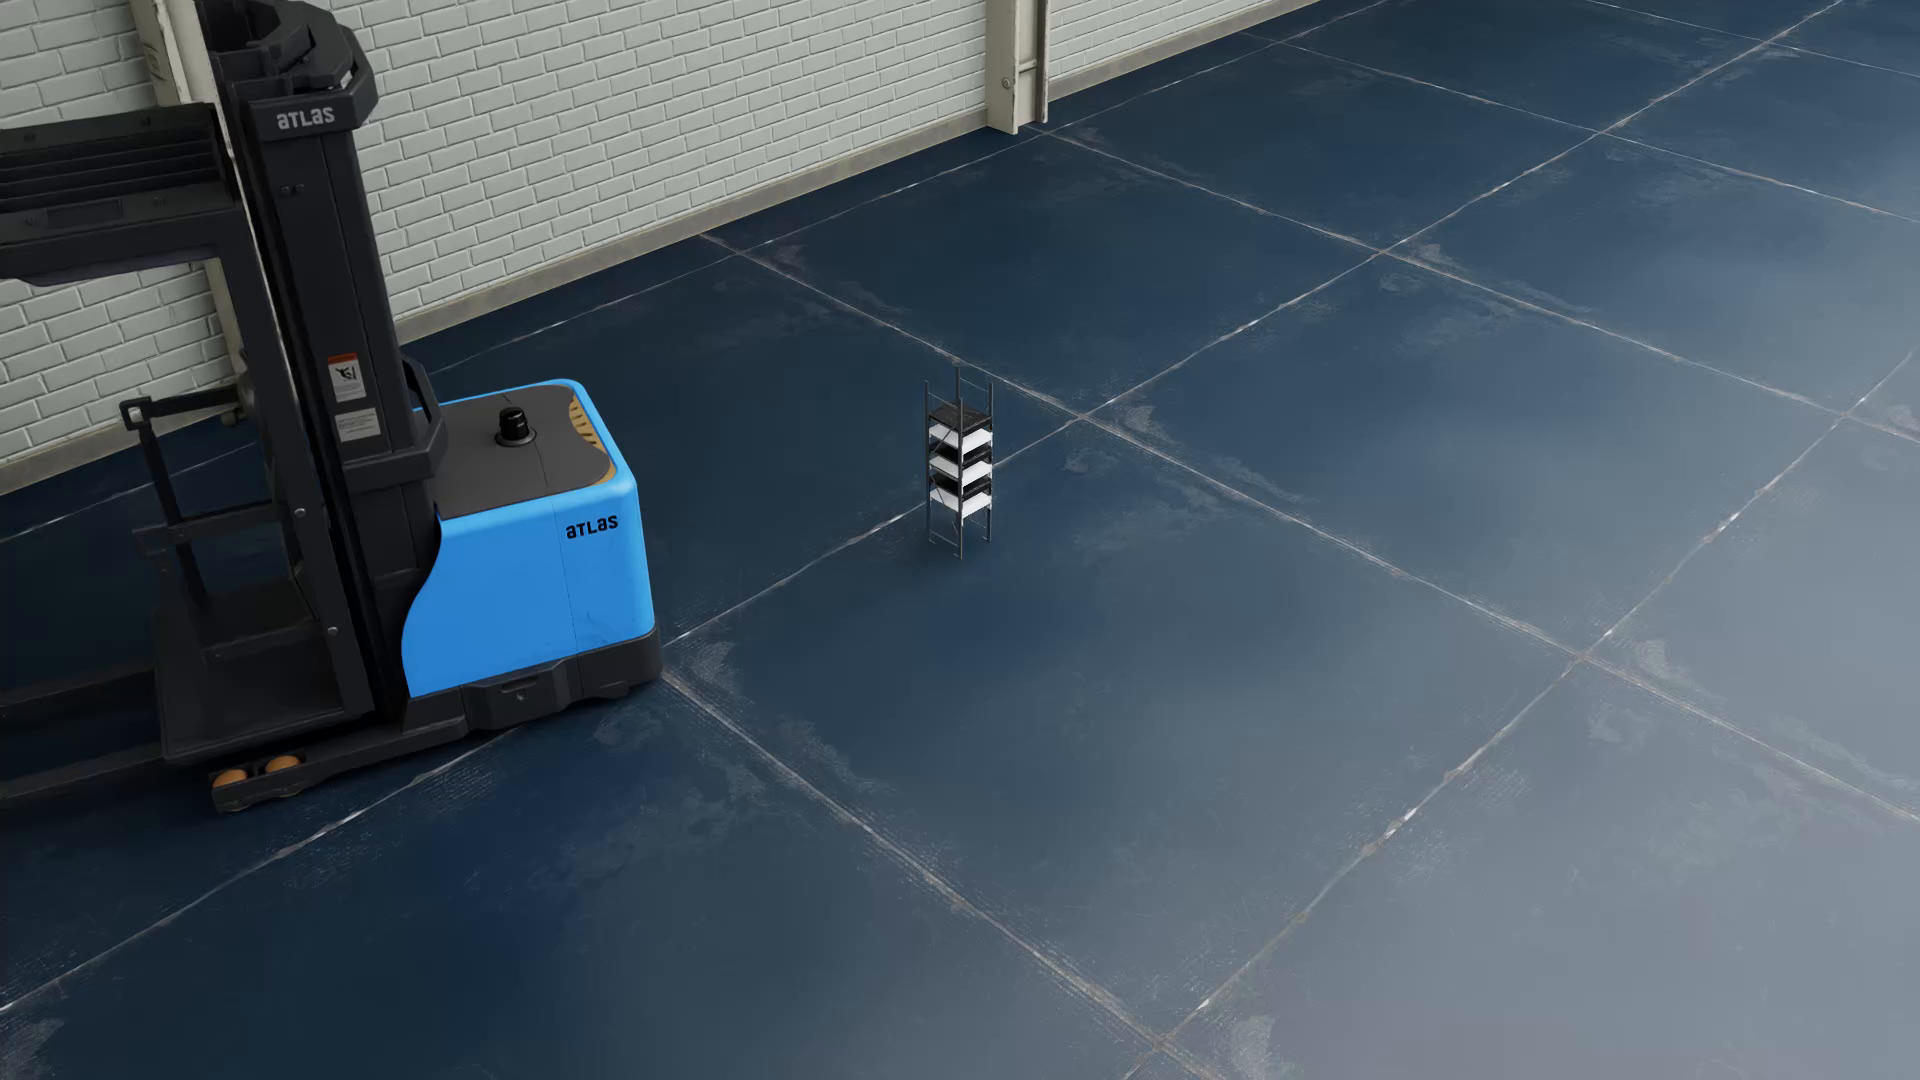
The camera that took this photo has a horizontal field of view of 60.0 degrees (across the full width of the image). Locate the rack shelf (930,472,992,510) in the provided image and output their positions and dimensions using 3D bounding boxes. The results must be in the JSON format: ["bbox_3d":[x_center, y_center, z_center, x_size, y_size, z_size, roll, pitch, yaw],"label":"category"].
[{"bbox_3d":[-0.006,-0.265,8.058,0.258,0.077,0.200,30,45,35],"label":"rack shelf"}]

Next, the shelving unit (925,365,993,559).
[{"bbox_3d":[-0.006,-0.366,7.988,0.258,0.900,0.210,30,45,35],"label":"shelving unit"}]

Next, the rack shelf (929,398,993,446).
[{"bbox_3d":[-0.006,-0.560,7.852,0.258,0.077,0.200,30,45,35],"label":"rack shelf"}]

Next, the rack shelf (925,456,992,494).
[{"bbox_3d":[-0.006,-0.338,8.007,0.258,0.077,0.200,30,45,35],"label":"rack shelf"}]

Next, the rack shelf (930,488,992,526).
[{"bbox_3d":[-0.006,-0.191,8.110,0.258,0.077,0.200,30,45,35],"label":"rack shelf"}]

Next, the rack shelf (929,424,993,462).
[{"bbox_3d":[-0.006,-0.486,7.904,0.258,0.077,0.200,30,45,35],"label":"rack shelf"}]

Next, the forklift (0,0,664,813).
[{"bbox_3d":[-2.865,-0.457,6.343,3.031,2.935,1.130,-15,38,-20],"label":"forklift"}]

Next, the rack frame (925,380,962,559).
[{"bbox_3d":[-0.077,-0.325,7.929,0.240,0.900,0.006,30,45,35],"label":"rack frame"}]

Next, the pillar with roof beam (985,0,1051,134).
[{"bbox_3d":[3.490,-5.190,7.825,9.100,9.000,0.400,30,45,35],"label":"pillar with roof beam"}]

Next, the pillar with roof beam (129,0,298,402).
[{"bbox_3d":[-0.738,-2.754,4.333,9.100,9.000,0.400,30,45,35],"label":"pillar with roof beam"}]

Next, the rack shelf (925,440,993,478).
[{"bbox_3d":[-0.006,-0.412,7.955,0.258,0.077,0.200,30,45,35],"label":"rack shelf"}]

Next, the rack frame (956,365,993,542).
[{"bbox_3d":[0.066,-0.407,8.047,0.240,0.900,0.006,30,45,35],"label":"rack frame"}]
